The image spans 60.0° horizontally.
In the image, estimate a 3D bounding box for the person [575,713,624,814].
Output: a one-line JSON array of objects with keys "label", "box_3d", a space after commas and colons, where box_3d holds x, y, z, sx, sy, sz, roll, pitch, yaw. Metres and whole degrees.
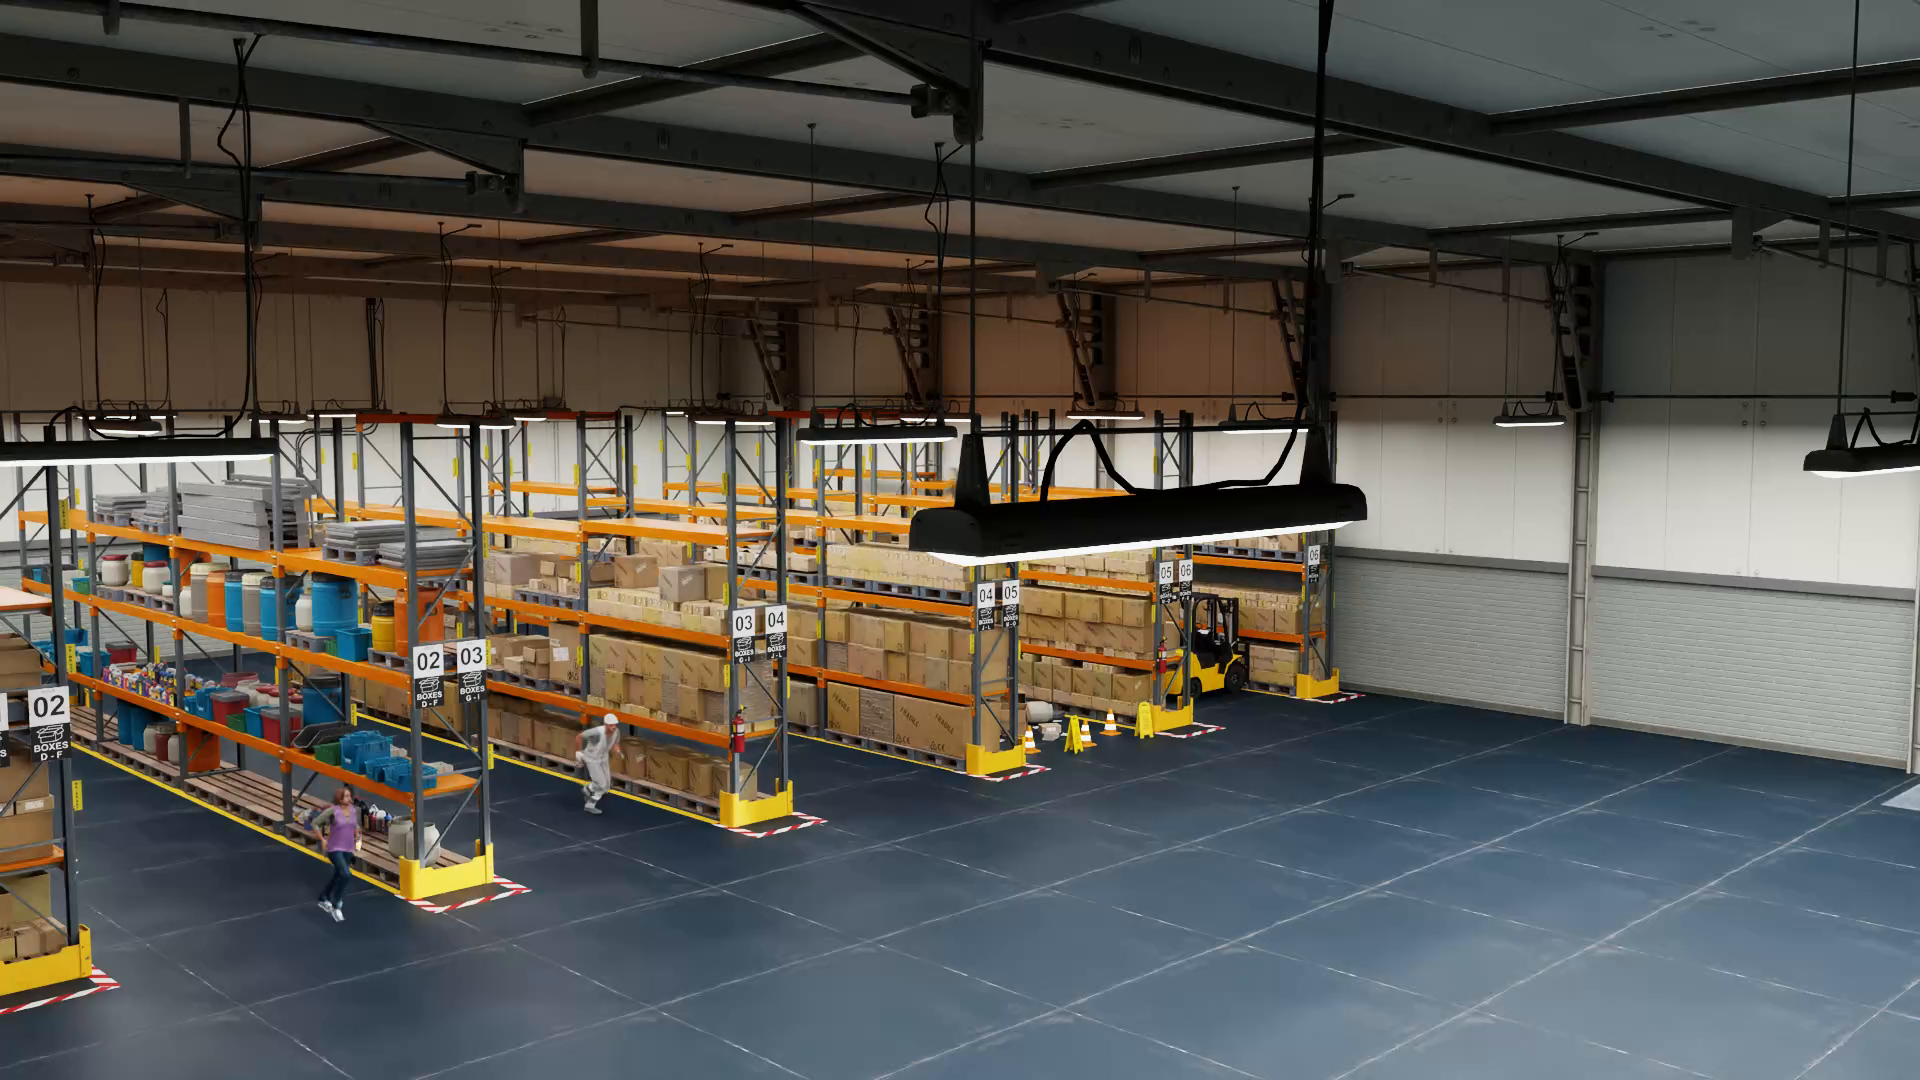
[{"label": "person", "box_3d": [-5.435, 3.372, 25.015, 0.824, 1.592, 0.694, 4, 6, 39]}]

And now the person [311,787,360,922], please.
[{"label": "person", "box_3d": [-7.553, 3.801, 20.234, 0.687, 1.615, 0.521, 3, 6, 31]}]
